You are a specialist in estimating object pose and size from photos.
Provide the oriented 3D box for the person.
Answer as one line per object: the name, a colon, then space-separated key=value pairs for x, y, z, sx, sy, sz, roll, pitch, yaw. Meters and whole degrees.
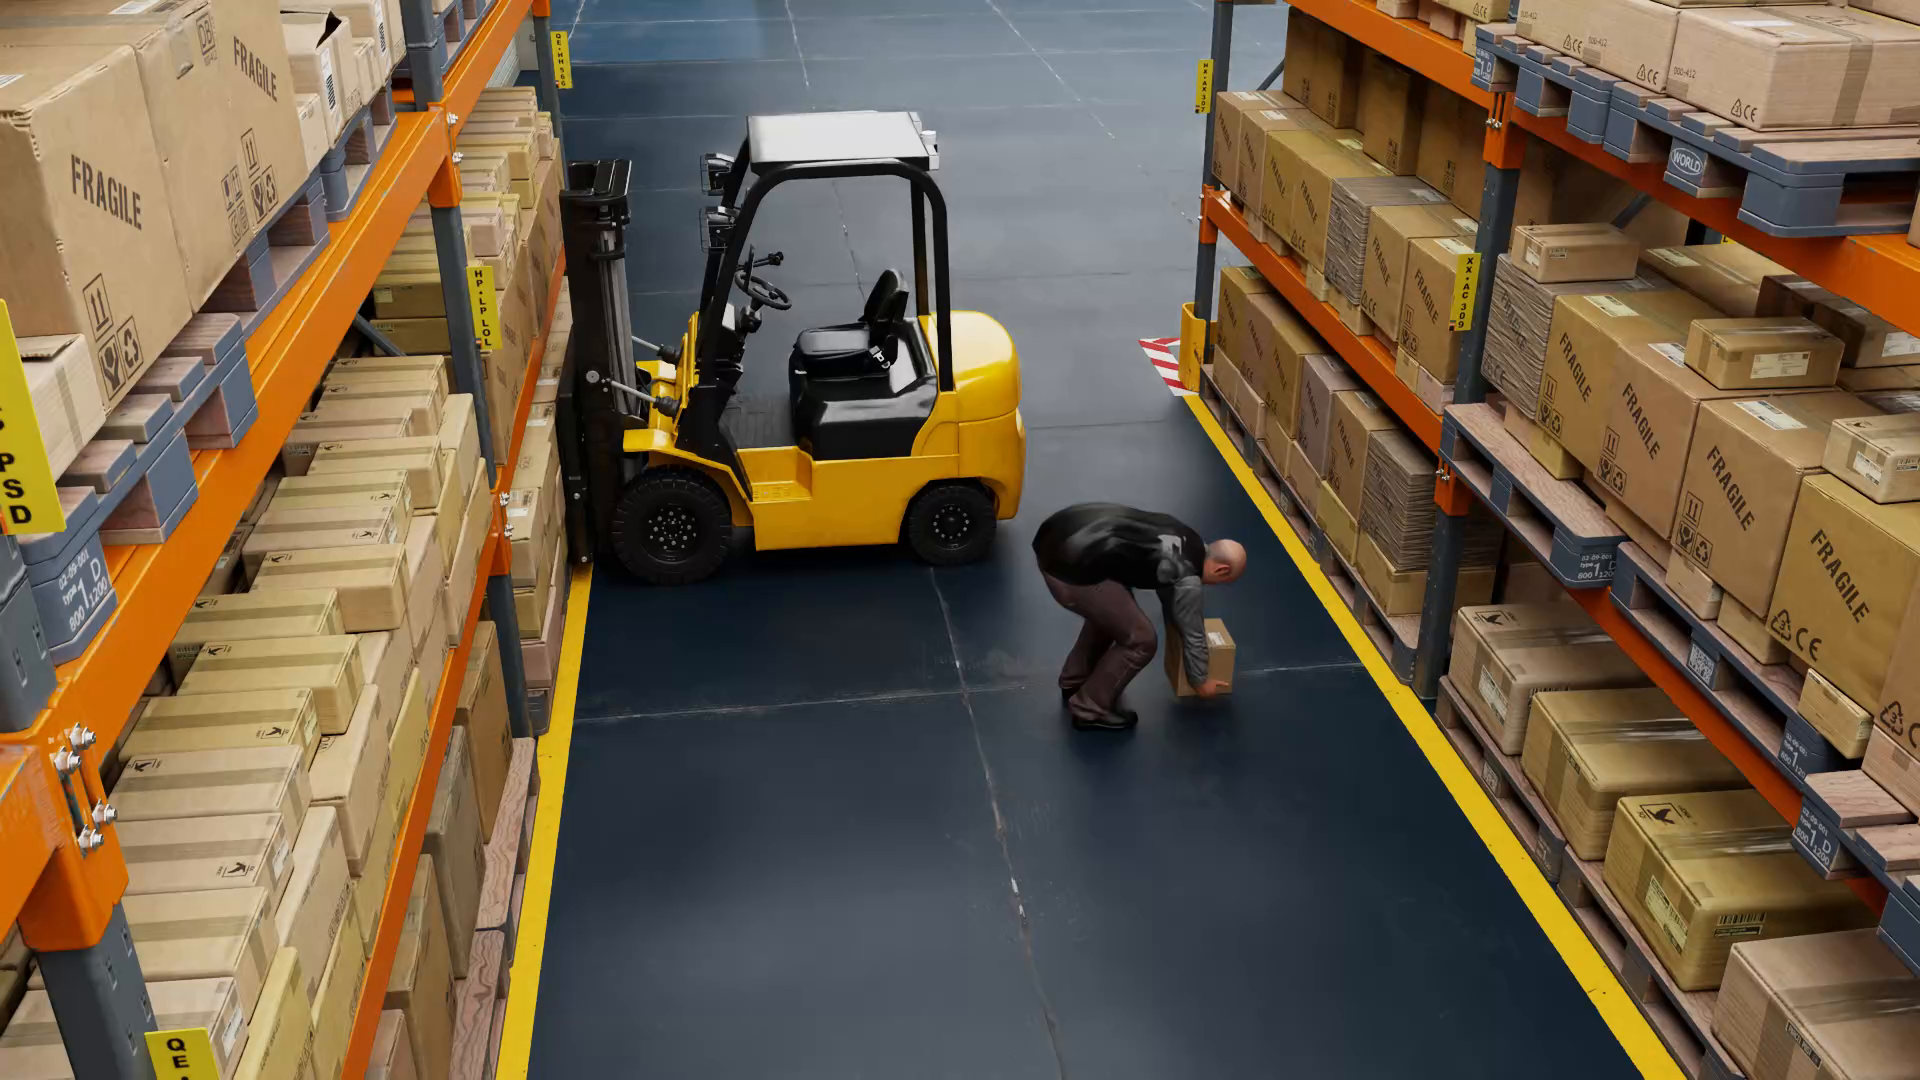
person: x=0.794 y=0.296 z=7.342 sx=0.948 sy=1.014 sz=0.503 roll=-5 pitch=27 yaw=-10
